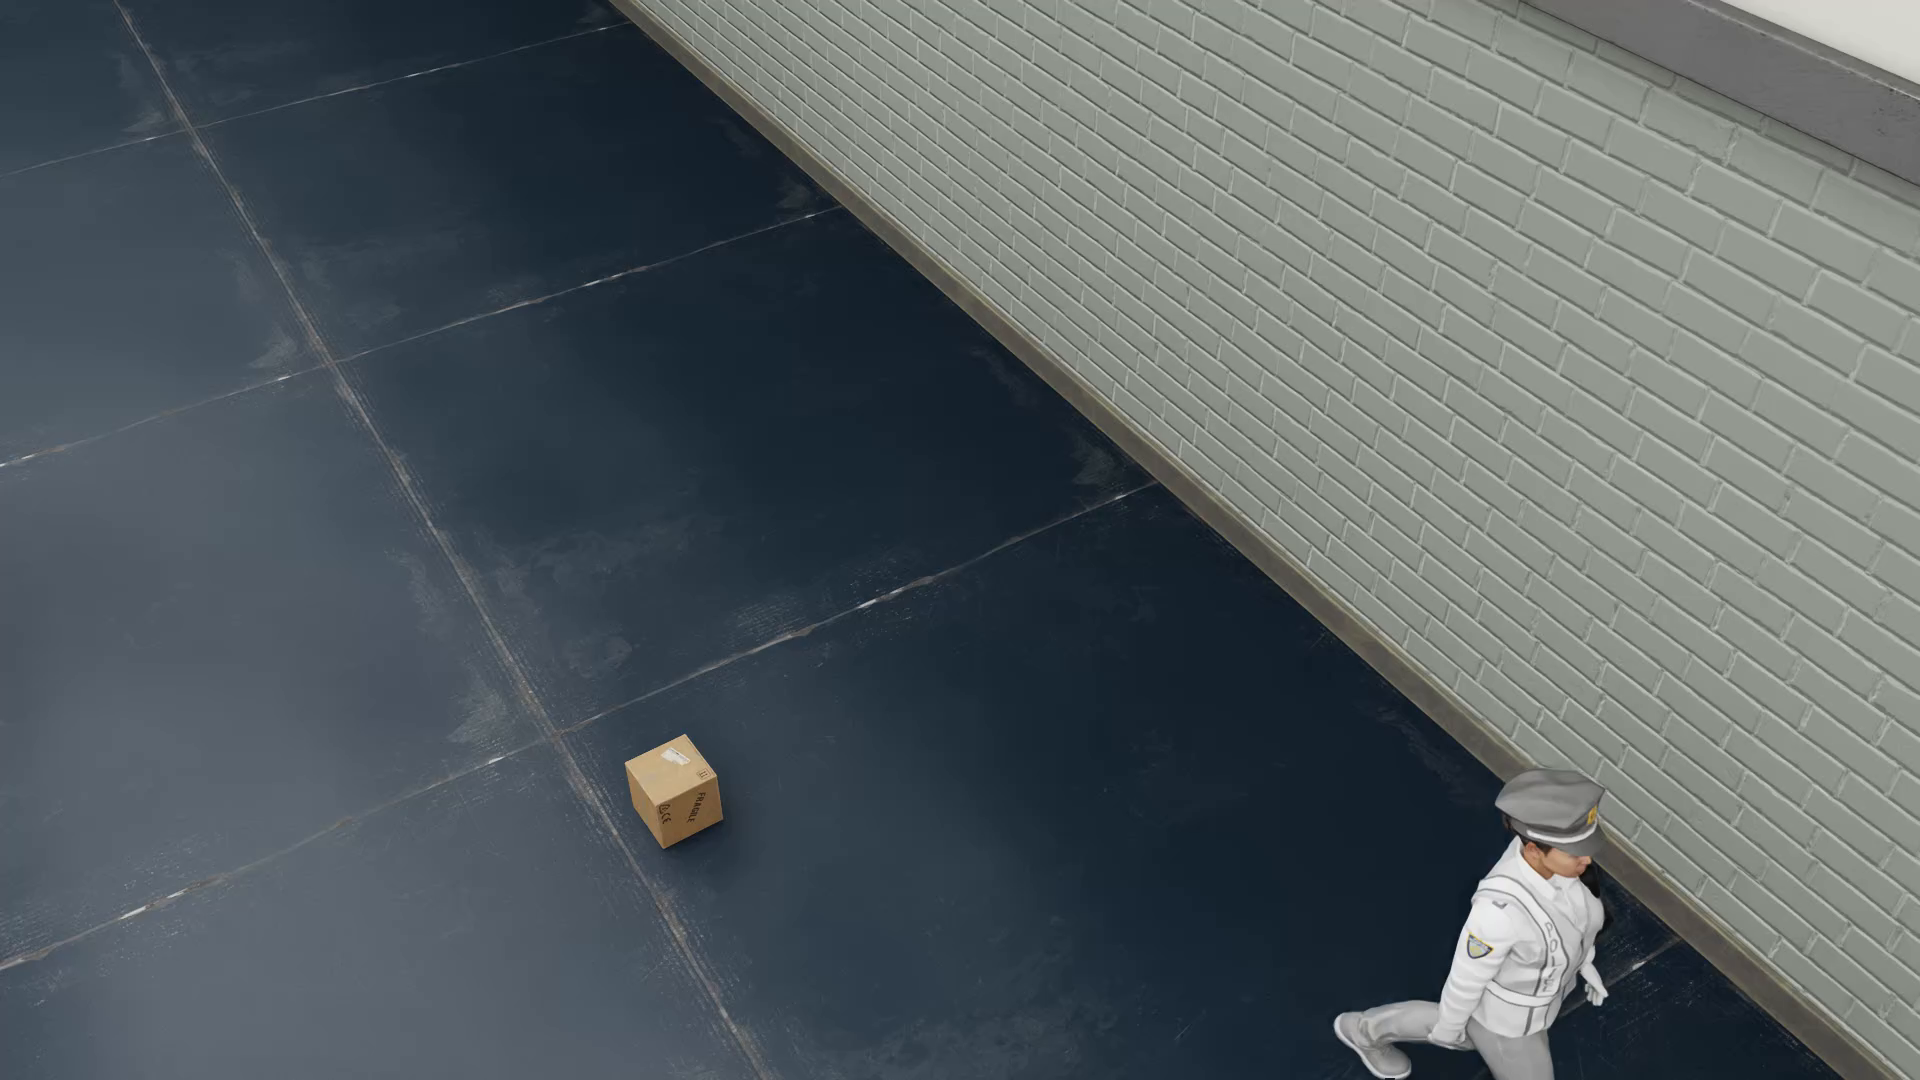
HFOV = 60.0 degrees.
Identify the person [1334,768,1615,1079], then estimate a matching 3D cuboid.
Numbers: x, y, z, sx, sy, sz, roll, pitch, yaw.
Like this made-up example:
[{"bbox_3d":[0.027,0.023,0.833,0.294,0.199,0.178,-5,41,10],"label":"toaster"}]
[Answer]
[{"bbox_3d":[1.565,1.254,4.689,0.922,1.643,0.491,27,48,27],"label":"person"}]
